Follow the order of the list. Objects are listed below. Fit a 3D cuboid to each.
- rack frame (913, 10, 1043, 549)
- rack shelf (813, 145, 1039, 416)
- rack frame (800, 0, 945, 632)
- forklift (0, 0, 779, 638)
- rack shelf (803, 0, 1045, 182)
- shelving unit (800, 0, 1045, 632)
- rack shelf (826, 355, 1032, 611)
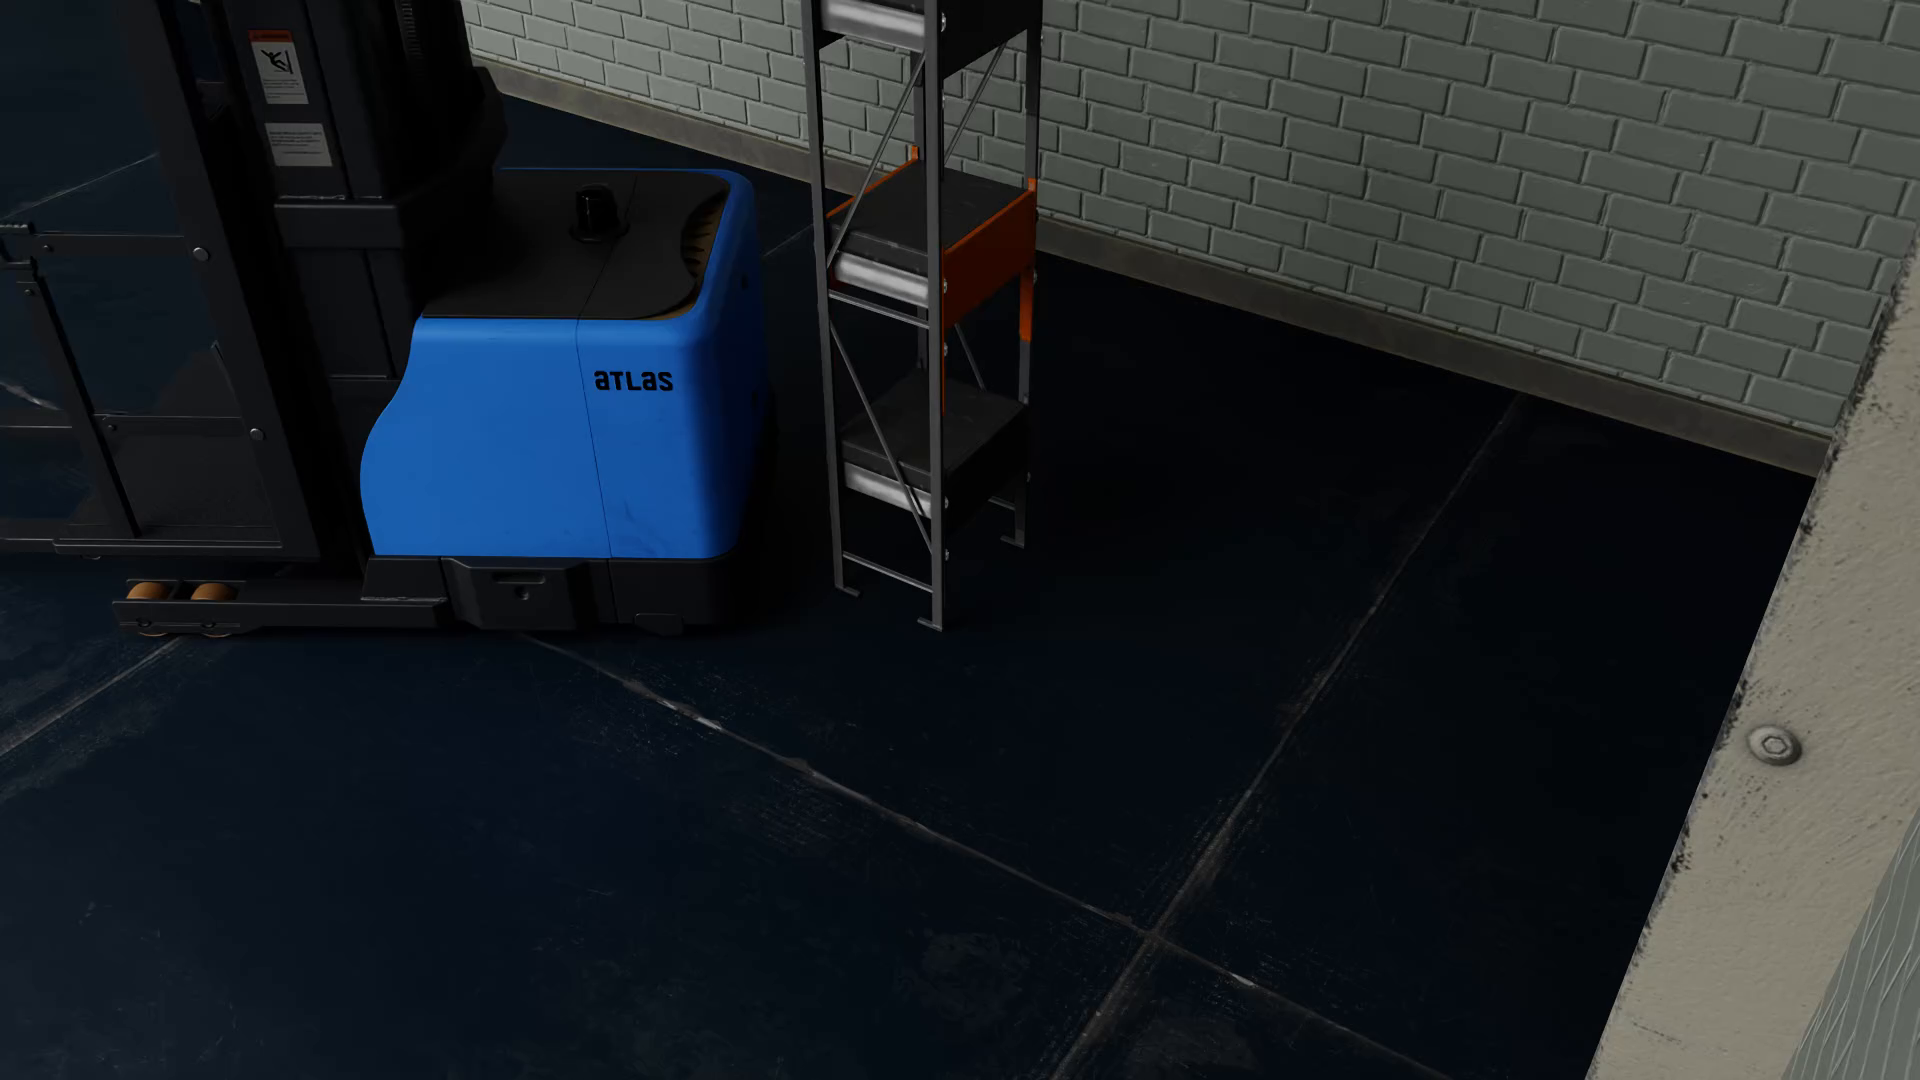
[{"bbox_3d":[0.042,-0.872,4.825,0.400,2.100,0.015,21,42,25],"label":"rack frame"},{"bbox_3d":[-0.089,-0.735,4.670,0.431,0.518,0.480,21,42,25],"label":"rack shelf"},{"bbox_3d":[-0.219,-0.620,4.498,0.400,2.100,0.015,21,42,25],"label":"rack frame"},{"bbox_3d":[-2.147,-1.188,4.554,3.031,2.935,1.130,1,38,1],"label":"forklift"},{"bbox_3d":[-0.089,-1.290,4.243,0.431,0.518,0.480,21,42,25],"label":"rack shelf"},{"bbox_3d":[-0.089,-0.746,4.662,0.431,2.100,0.503,21,42,25],"label":"shelving unit"},{"bbox_3d":[-0.089,-0.181,5.097,0.431,0.518,0.480,21,42,25],"label":"rack shelf"}]
